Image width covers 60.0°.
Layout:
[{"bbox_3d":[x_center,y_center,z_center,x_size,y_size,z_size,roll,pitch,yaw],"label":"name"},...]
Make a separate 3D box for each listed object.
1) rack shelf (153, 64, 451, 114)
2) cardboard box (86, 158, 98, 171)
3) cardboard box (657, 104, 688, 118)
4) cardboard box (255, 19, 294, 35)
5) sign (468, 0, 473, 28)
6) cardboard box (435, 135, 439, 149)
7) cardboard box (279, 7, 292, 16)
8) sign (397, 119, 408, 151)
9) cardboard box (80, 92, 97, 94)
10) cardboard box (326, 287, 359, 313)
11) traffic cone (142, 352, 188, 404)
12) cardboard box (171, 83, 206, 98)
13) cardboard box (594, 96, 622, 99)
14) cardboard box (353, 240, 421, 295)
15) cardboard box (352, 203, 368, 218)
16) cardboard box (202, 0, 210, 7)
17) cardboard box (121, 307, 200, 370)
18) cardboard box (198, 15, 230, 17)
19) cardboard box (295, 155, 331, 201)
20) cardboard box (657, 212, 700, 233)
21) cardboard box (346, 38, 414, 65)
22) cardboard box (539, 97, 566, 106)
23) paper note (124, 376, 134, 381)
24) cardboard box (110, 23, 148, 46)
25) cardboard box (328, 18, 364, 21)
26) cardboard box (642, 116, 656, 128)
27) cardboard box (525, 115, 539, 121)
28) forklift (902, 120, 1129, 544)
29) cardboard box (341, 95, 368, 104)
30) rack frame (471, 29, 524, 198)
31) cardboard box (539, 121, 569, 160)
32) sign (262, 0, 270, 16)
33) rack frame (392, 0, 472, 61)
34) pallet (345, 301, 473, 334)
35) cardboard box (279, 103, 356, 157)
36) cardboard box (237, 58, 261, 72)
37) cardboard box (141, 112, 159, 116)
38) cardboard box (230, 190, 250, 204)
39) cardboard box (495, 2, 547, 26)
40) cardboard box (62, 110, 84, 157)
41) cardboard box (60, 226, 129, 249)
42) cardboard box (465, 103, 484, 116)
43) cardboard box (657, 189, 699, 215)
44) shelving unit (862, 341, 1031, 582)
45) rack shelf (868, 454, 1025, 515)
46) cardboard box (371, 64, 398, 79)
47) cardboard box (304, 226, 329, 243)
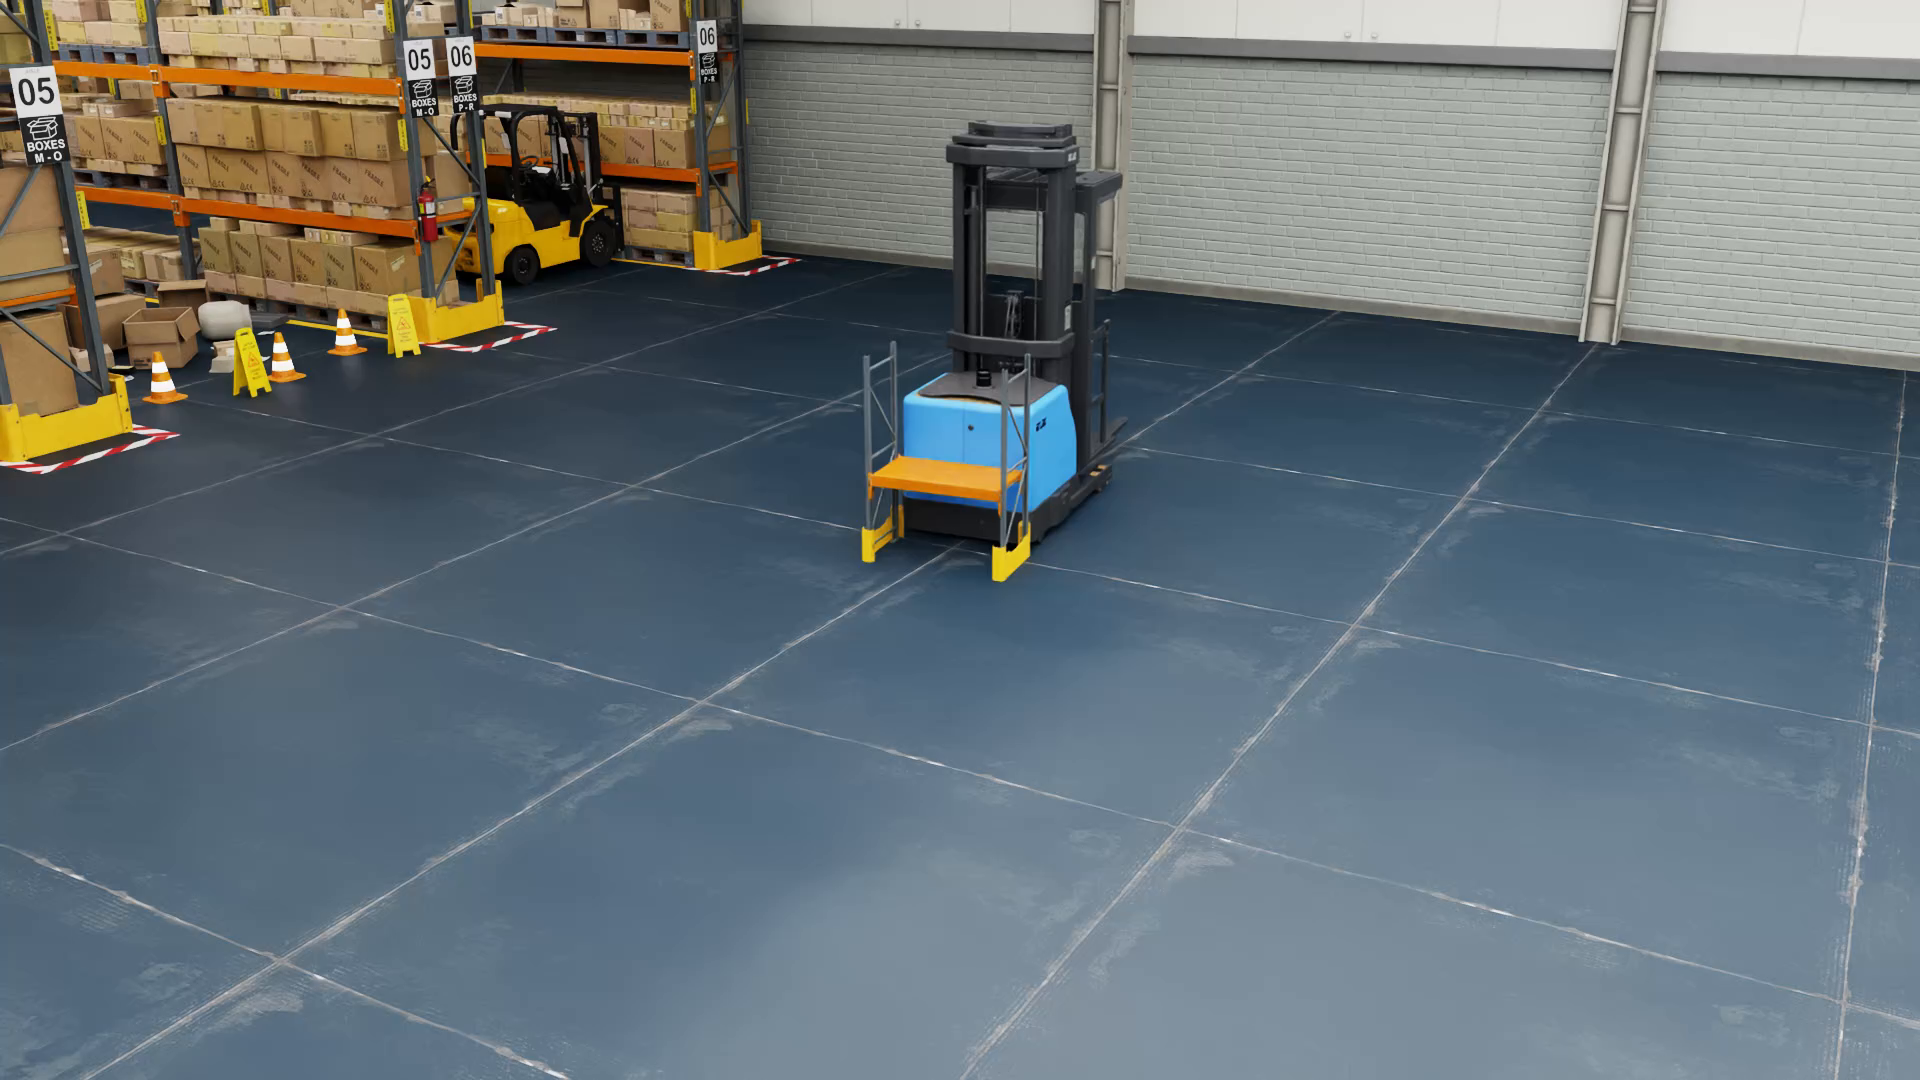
[{"bbox_3d":[-7.366,-5.165,18.861,4.000,0.370,1.077,11,23,27],"label":"rack shelf"},{"bbox_3d":[-10.579,-4.682,20.627,0.250,0.149,0.380,11,23,27],"label":"cardboard box"},{"bbox_3d":[-3.848,-5.759,22.309,0.250,0.149,0.380,11,23,27],"label":"cardboard box"},{"bbox_3d":[-7.599,-5.709,18.505,0.250,0.149,0.380,11,23,28],"label":"cardboard box"},{"bbox_3d":[-5.355,-5.743,18.118,0.005,0.325,0.100,11,23,27],"label":"sign"},{"bbox_3d":[-7.704,-5.921,24.510,0.500,0.250,0.500,11,22,27],"label":"cardboard box"},{"bbox_3d":[-10.030,-7.966,25.107,0.250,0.166,0.380,11,23,27],"label":"cardboard box"},{"bbox_3d":[-5.908,-4.292,17.636,0.005,0.325,0.100,11,23,27],"label":"sign"},{"bbox_3d":[-14.870,-7.634,28.796,0.500,0.250,0.500,11,23,28],"label":"cardboard box"},{"bbox_3d":[-6.905,-2.808,19.124,0.500,0.250,0.500,11,23,27],"label":"cardboard box"},{"bbox_3d":[-7.717,-1.589,16.066,0.334,0.463,0.336,11,23,27],"label":"traffic cone"},{"bbox_3d":[-12.228,-7.115,26.819,0.500,0.500,0.700,11,23,27],"label":"cardboard box"},{"bbox_3d":[-4.960,-6.159,23.411,0.250,0.149,0.380,12,23,29],"label":"cardboard box"},{"bbox_3d":[-6.446,-3.074,18.756,0.500,0.500,0.500,11,23,28],"label":"cardboard box"},{"bbox_3d":[-6.539,-3.699,18.532,0.250,0.149,0.380,10,22,26],"label":"cardboard box"},{"bbox_3d":[-11.542,-8.380,25.868,0.250,0.149,0.380,10,22,26],"label":"cardboard box"},{"bbox_3d":[-8.388,-2.125,17.487,0.637,0.503,0.797,-4,20,-10],"label":"cardboard box"},{"bbox_3d":[-8.729,-6.105,19.596,0.250,0.149,0.380,11,23,28],"label":"cardboard box"},{"bbox_3d":[-7.098,-4.125,18.754,0.500,0.500,0.500,11,23,27],"label":"cardboard box"},{"bbox_3d":[-3.780,-4.367,22.687,0.500,0.250,0.500,10,22,27],"label":"cardboard box"},{"bbox_3d":[-6.198,-5.245,17.810,0.500,0.250,0.500,10,22,27],"label":"cardboard box"},{"bbox_3d":[-5.647,-6.090,23.220,0.250,0.149,0.380,10,22,26],"label":"cardboard box"},{"bbox_3d":[-8.450,-1.633,16.824,0.144,0.017,0.142,-16,26,-38],"label":"paper note"},{"bbox_3d":[-9.693,-6.017,19.759,0.500,0.250,0.500,10,22,26],"label":"cardboard box"},{"bbox_3d":[-6.881,-5.789,18.725,0.250,0.149,0.380,11,23,29],"label":"cardboard box"},{"bbox_3d":[-4.076,-5.660,22.472,0.250,0.149,0.380,11,23,28],"label":"cardboard box"},{"bbox_3d":[-5.897,-5.984,23.365,0.250,0.149,0.380,11,23,28],"label":"cardboard box"},{"bbox_3d":[0.600,-1.815,13.070,1.130,2.935,3.031,8,21,21],"label":"forklift"},{"bbox_3d":[-9.113,-6.629,25.143,0.250,0.149,0.380,11,23,28],"label":"cardboard box"},{"bbox_3d":[-6.694,-5.904,24.243,0.127,3.000,1.000,11,23,27],"label":"rack frame"},{"bbox_3d":[-5.529,-5.634,23.351,0.500,0.500,0.500,11,22,27],"label":"cardboard box"},{"bbox_3d":[-10.453,-8.061,25.032,0.005,0.325,0.100,11,23,27],"label":"sign"},{"bbox_3d":[-5.620,-6.581,17.310,0.127,3.000,1.000,11,23,27],"label":"rack frame"},{"bbox_3d":[-6.378,-2.608,19.245,1.213,0.211,1.003,11,23,27],"label":"pallet"},{"bbox_3d":[-7.106,-4.578,18.538,0.500,0.500,0.700,10,22,27],"label":"cardboard box"},{"bbox_3d":[-7.877,-5.352,18.691,0.250,0.149,0.380,10,22,26],"label":"cardboard box"},{"bbox_3d":[-9.819,-5.057,20.707,0.500,0.500,0.500,11,23,27],"label":"cardboard box"},{"bbox_3d":[-8.302,-4.047,19.490,0.250,0.149,0.380,12,23,29],"label":"cardboard box"},{"bbox_3d":[-6.087,-7.306,23.076,0.500,0.311,0.500,11,23,28],"label":"cardboard box"},{"bbox_3d":[-10.966,-5.075,20.759,0.500,0.500,0.500,10,22,25],"label":"cardboard box"},{"bbox_3d":[-11.468,-3.836,21.779,0.625,0.372,0.950,10,22,26],"label":"cardboard box"},{"bbox_3d":[-7.101,-6.247,24.089,0.250,0.149,0.380,12,23,29],"label":"cardboard box"},{"bbox_3d":[-3.757,-4.597,22.591,0.500,0.250,0.500,12,23,29],"label":"cardboard box"},{"bbox_3d":[-0.097,-0.571,11.739,1.083,1.500,0.587,8,21,20],"label":"shelving unit"},{"bbox_3d":[-0.088,-0.400,11.797,1.000,0.185,0.538,8,21,20],"label":"rack shelf"},{"bbox_3d":[-6.068,-5.029,17.799,0.250,0.149,0.380,11,23,28],"label":"cardboard box"},{"bbox_3d":[-7.247,-3.507,18.999,0.250,0.149,0.380,12,23,30],"label":"cardboard box"}]
